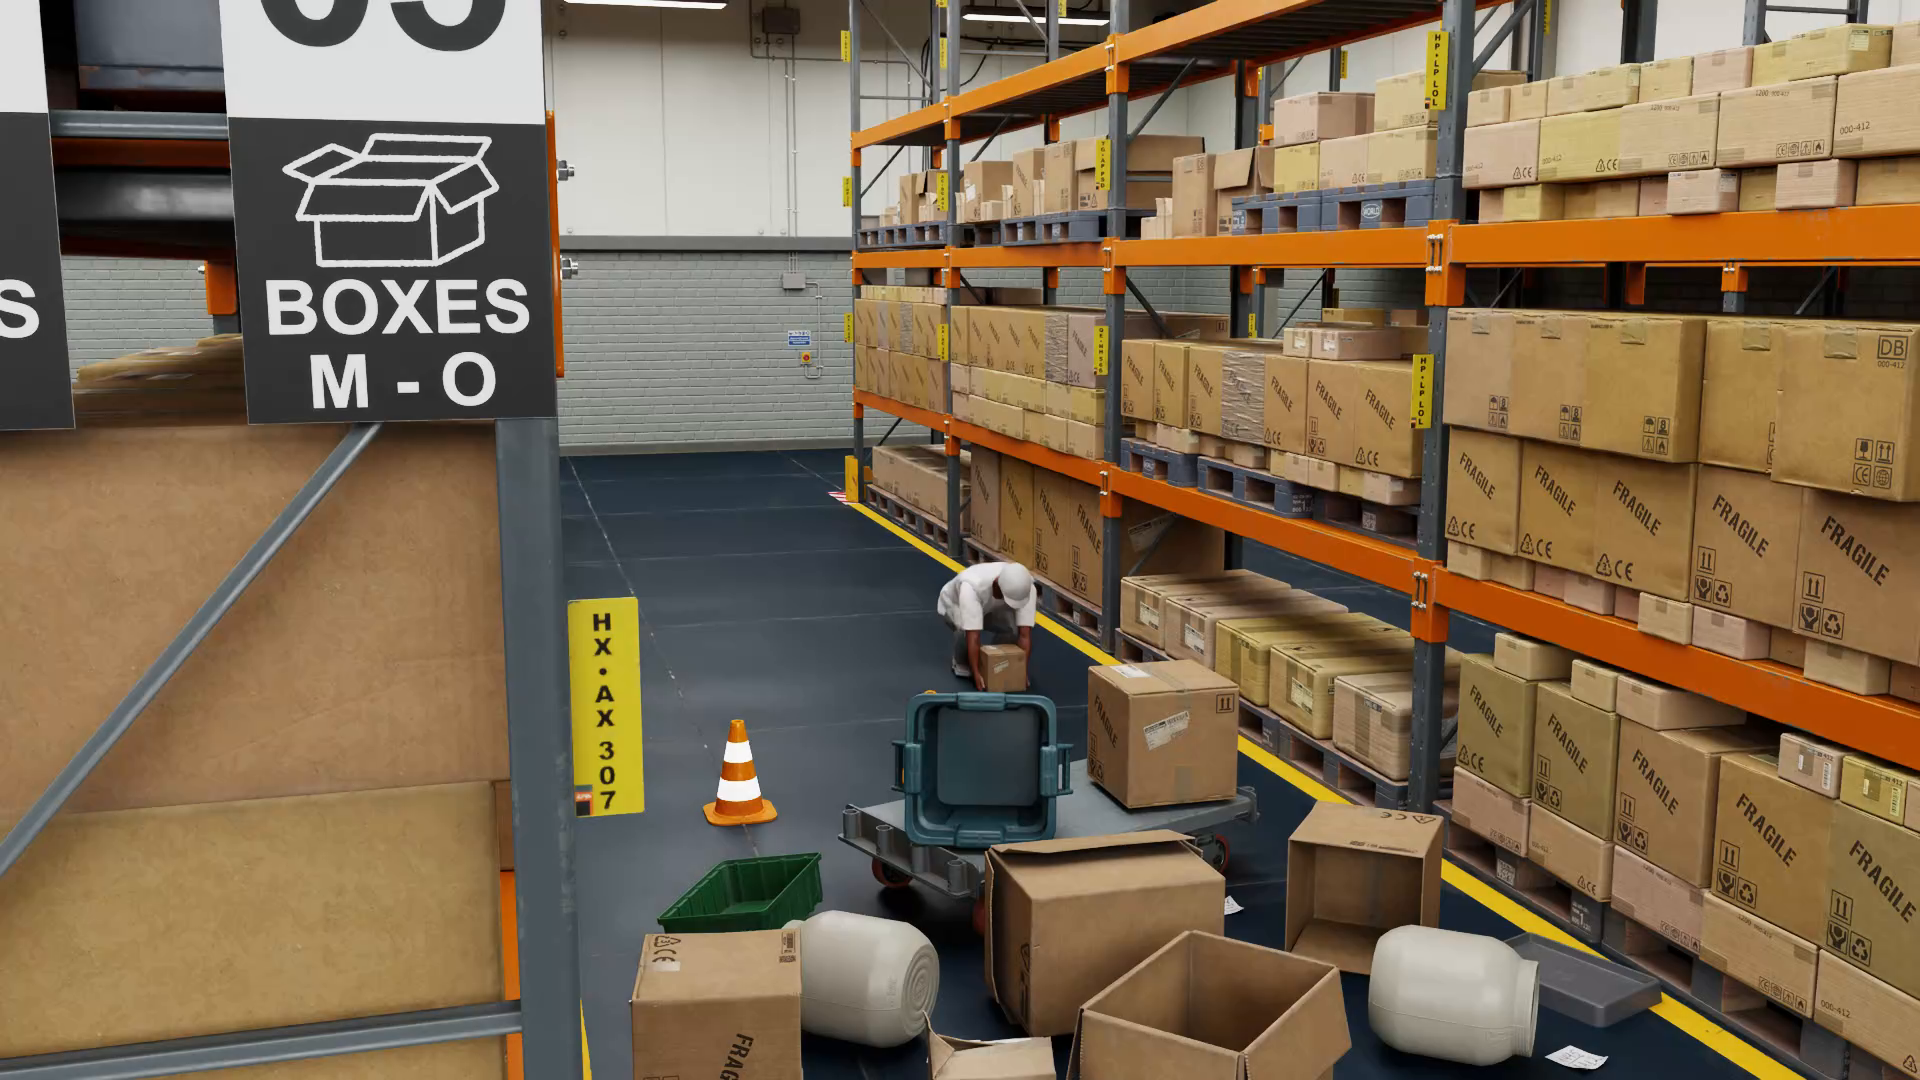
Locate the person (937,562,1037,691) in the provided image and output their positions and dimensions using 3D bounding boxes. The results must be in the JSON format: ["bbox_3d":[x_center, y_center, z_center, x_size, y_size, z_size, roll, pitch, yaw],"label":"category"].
[{"bbox_3d":[0.205,0.539,10.759,0.539,0.902,0.923,-3,10,-19],"label":"person"}]
